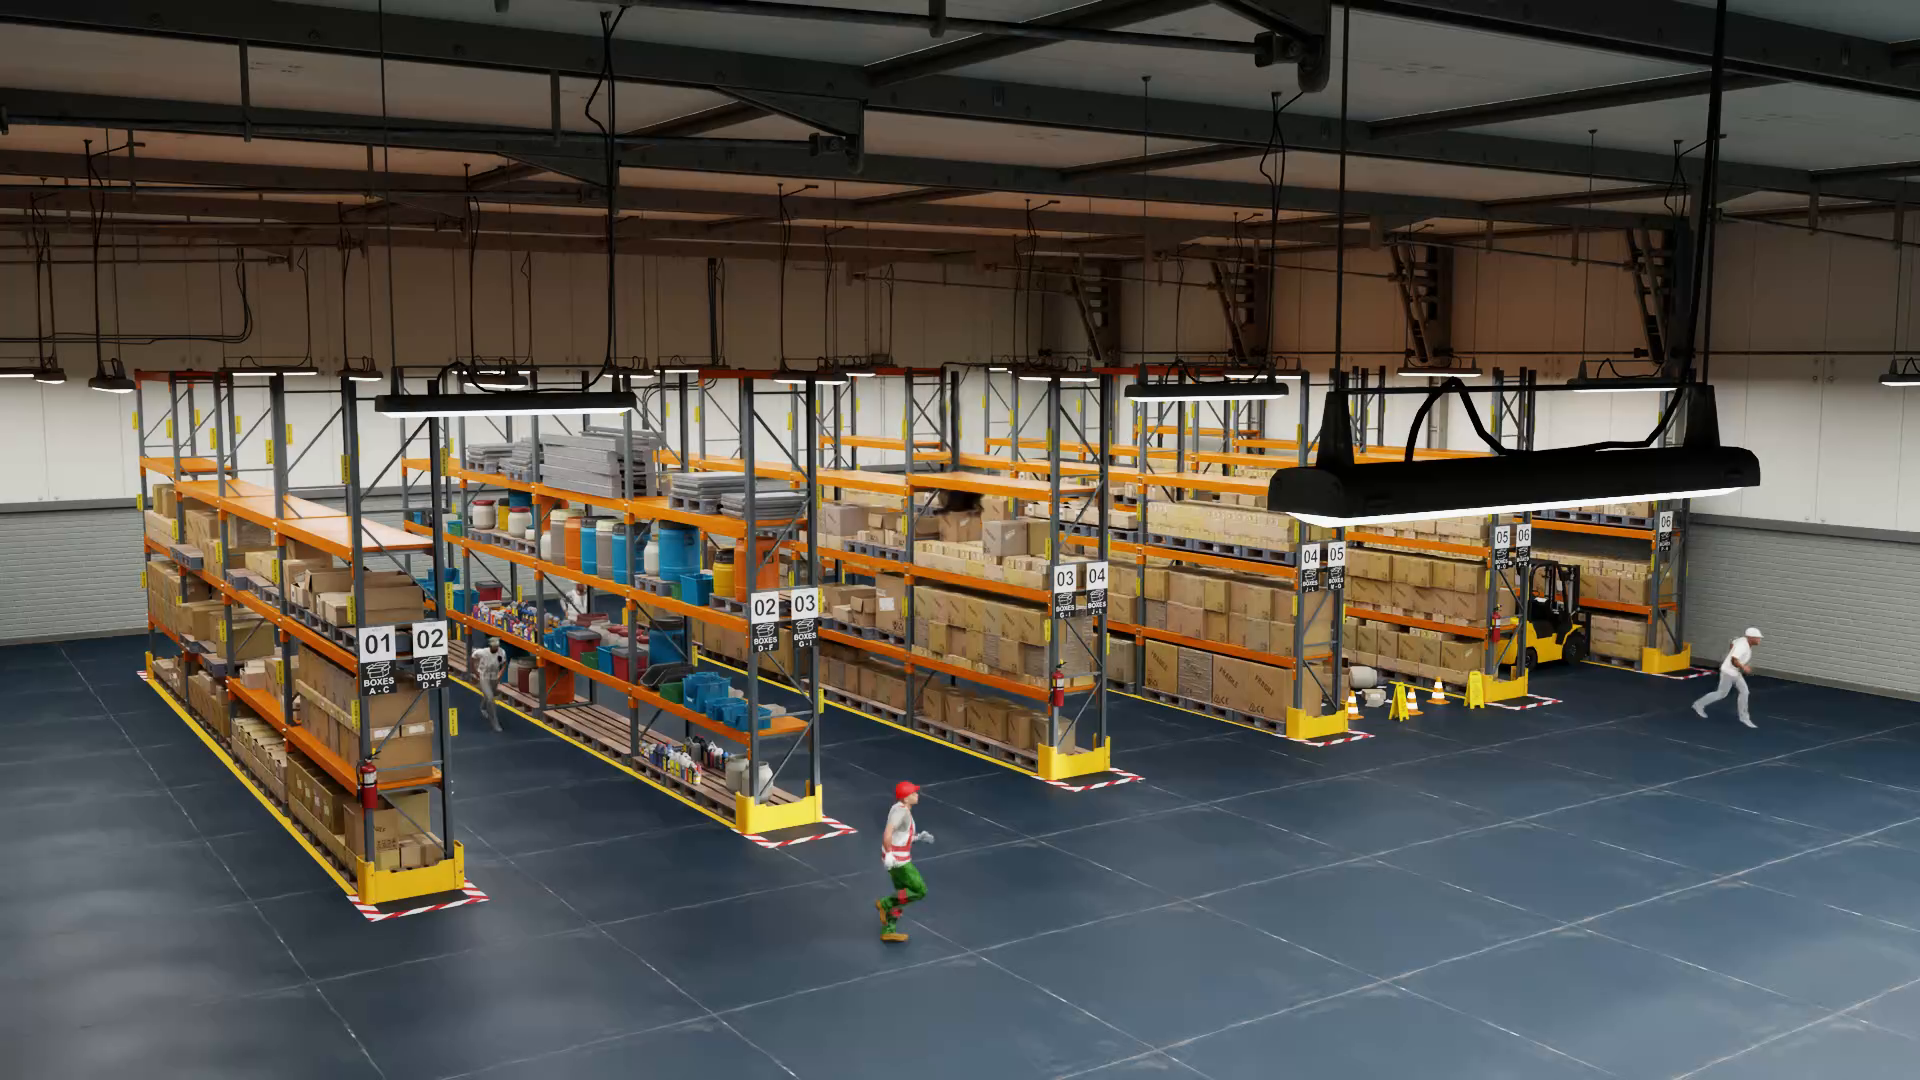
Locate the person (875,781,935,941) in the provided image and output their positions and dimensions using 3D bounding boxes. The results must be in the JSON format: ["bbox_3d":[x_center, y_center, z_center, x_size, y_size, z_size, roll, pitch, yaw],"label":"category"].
[{"bbox_3d":[-0.590,3.459,17.919,0.659,1.728,0.710,-1,6,-6],"label":"person"}]

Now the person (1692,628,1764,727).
[{"bbox_3d":[13.097,2.318,28.380,1.056,1.710,0.743,3,7,28],"label":"person"}]

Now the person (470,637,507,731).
[{"bbox_3d":[-8.000,2.393,28.164,0.612,1.626,0.986,-4,7,-30],"label":"person"}]

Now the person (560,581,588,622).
[{"bbox_3d":[-7.834,1.634,34.003,0.667,1.798,0.851,-6,9,-43],"label":"person"}]
